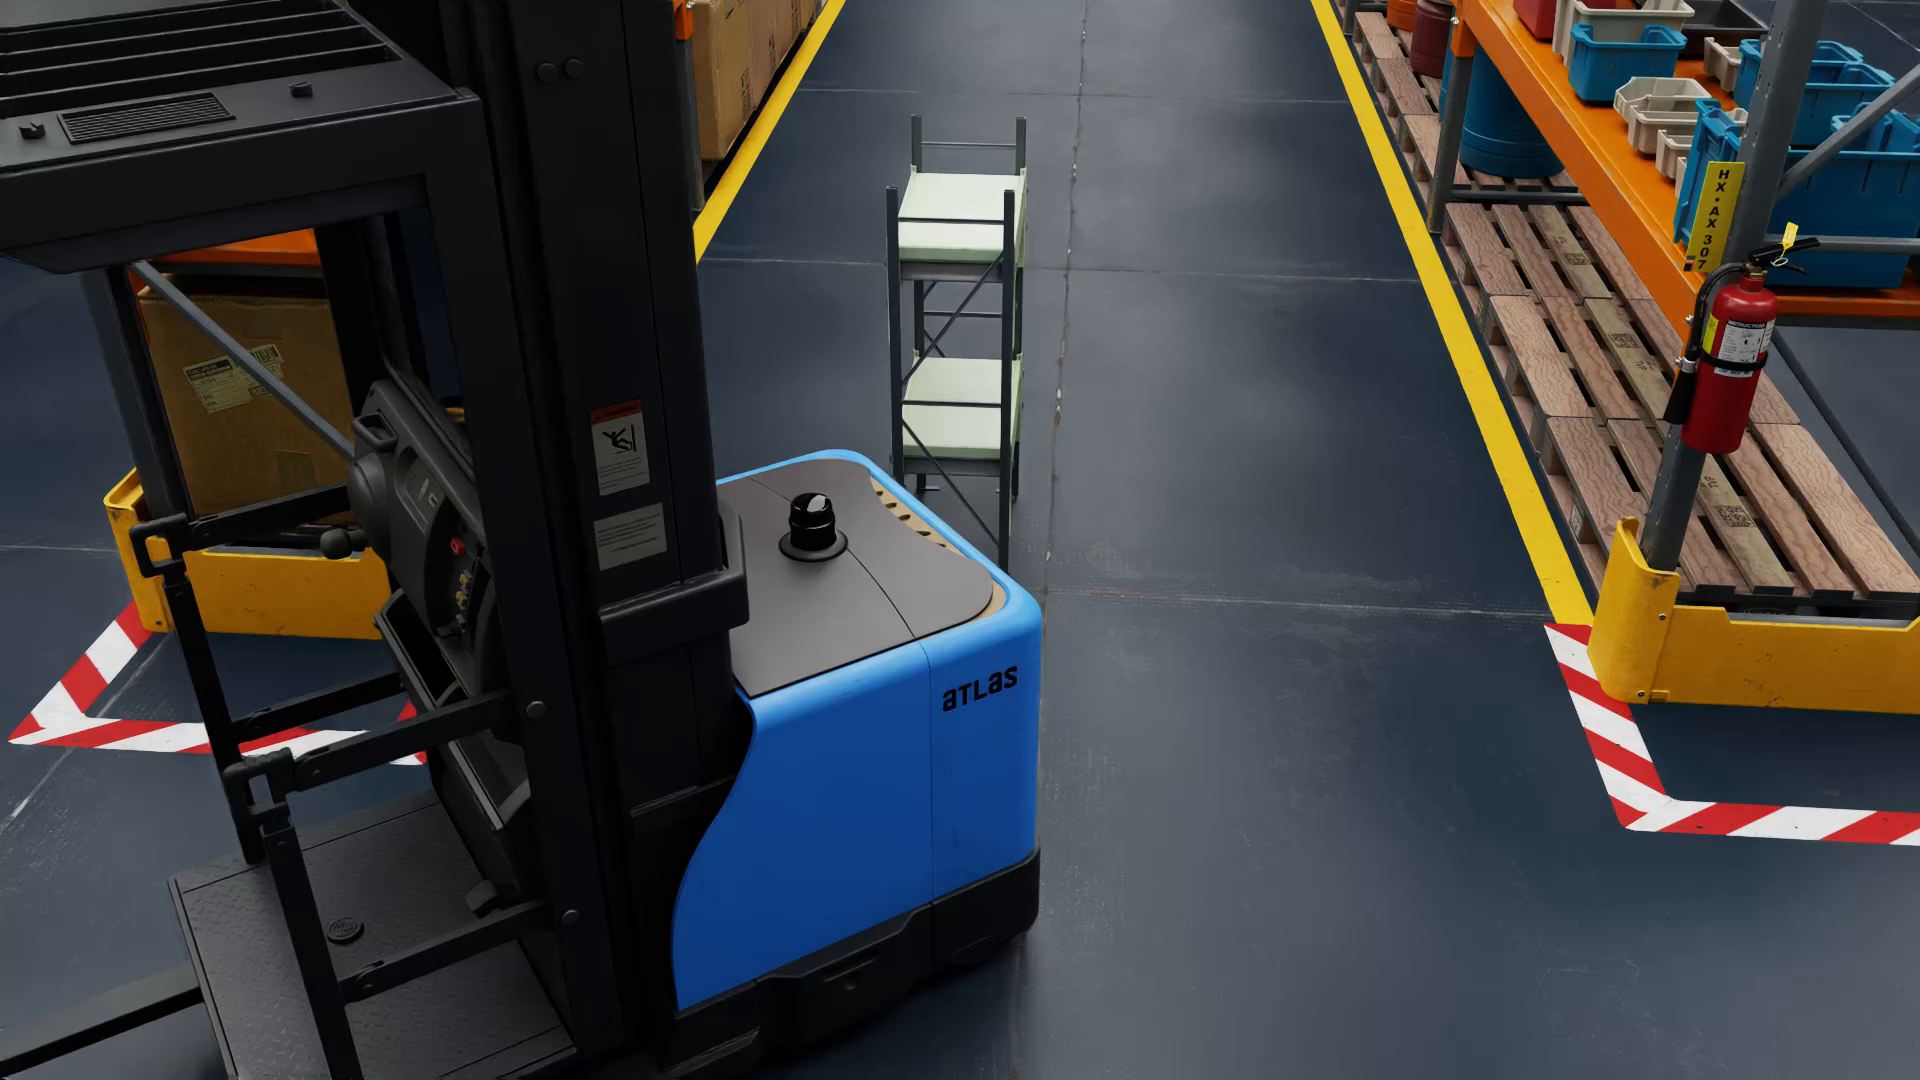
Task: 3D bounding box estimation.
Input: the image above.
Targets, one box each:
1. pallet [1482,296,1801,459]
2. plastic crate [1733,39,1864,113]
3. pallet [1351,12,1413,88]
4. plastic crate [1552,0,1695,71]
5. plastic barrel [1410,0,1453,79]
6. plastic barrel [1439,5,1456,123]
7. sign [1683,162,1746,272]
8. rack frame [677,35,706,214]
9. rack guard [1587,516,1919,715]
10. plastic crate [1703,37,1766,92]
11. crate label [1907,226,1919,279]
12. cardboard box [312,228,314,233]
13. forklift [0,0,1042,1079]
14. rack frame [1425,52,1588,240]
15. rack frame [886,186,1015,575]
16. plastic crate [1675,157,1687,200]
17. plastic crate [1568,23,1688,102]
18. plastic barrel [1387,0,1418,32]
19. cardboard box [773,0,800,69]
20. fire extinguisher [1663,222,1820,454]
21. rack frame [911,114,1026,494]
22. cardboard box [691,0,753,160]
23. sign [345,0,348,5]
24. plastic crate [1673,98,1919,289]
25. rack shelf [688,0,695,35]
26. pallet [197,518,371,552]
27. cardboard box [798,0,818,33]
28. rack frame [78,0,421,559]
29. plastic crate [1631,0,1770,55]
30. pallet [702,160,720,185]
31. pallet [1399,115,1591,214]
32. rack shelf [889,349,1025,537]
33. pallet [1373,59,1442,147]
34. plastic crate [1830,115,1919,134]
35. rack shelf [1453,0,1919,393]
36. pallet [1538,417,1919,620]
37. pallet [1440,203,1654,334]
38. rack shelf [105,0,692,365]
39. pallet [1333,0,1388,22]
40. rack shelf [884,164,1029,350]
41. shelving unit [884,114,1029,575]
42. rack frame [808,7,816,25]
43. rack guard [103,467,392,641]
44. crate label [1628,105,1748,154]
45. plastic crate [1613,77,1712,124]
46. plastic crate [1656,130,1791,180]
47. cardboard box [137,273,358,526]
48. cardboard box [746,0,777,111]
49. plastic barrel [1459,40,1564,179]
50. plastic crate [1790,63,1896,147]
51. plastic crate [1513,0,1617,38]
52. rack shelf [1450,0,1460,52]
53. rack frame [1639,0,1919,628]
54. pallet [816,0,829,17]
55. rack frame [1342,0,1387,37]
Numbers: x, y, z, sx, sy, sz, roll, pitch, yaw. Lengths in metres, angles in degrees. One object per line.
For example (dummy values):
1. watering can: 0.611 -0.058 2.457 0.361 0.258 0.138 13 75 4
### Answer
1. pallet: 2.895 -0.707 7.197 1.003 0.211 1.213 2 32 4
2. plastic crate: 3.167 -1.744 6.322 0.416 0.233 0.300 2 32 4
3. pallet: 3.316 -3.411 11.583 1.003 0.211 1.213 2 32 4
4. plastic crate: 2.705 -2.105 6.862 0.437 0.282 0.530 2 32 4
5. plastic barrel: 3.224 -3.317 10.672 0.600 0.588 0.708 2 32 4
6. plastic barrel: 3.132 -2.860 9.631 0.600 0.901 0.708 2 32 4
7. sign: 2.138 -0.913 4.717 0.100 0.325 0.005 2 32 4
8. rack frame: -1.923 -3.132 8.473 1.000 3.000 0.127 2 32 4
9. rack guard: 2.699 0.248 5.370 1.175 0.500 0.348 2 32 4
10. plastic crate: 3.171 -1.910 6.685 0.293 0.136 0.466 2 32 4
11. crate label: 3.036 -0.898 4.951 0.416 0.233 0.303 2 32 4
12. cardboard box: -1.891 -1.105 5.423 0.380 0.149 0.250 3 32 5
13. forklift: -1.310 0.015 3.433 3.031 2.935 1.130 -18 36 -27
14. rack frame: 3.013 -2.920 8.130 1.000 3.000 0.127 2 32 4
15. rack frame: -0.029 -0.451 5.552 0.400 1.500 0.023 2 32 4
16. plastic crate: 2.573 -1.176 5.494 0.396 0.136 0.243 2 32 4
17. plastic crate: 2.599 -1.868 6.524 0.416 0.233 0.300 2 32 4
18. plastic barrel: 3.316 -4.010 11.567 0.600 0.830 0.708 2 32 4
19. cardboard box: -1.755 -3.672 10.974 1.225 0.875 0.875 3 32 4
20. fire extinguisher: 2.222 -0.578 4.757 0.296 0.674 0.183 2 32 4
21. rack frame: 0.030 -0.833 6.173 0.400 1.500 0.023 2 32 4
22. cardboard box: -1.891 -2.742 9.465 1.225 0.875 0.875 3 32 4
23. sign: -1.696 -1.416 4.788 0.100 0.325 0.005 2 32 4
24. plastic crate: 2.529 -1.052 5.008 0.616 0.435 0.499 2 32 4
25. rack shelf: -1.760 -3.871 10.359 1.077 0.370 4.000 2 32 4
26. pallet: -2.262 -0.275 6.495 1.003 0.211 1.213 2 32 4
27. cardboard box: -1.675 -4.138 11.730 1.225 0.875 0.875 1 32 2
28. rack frame: -2.249 -1.040 5.079 1.000 3.000 0.127 2 32 4
29. plastic crate: 3.190 -2.232 7.218 0.437 0.125 0.590 2 32 4
30. pallet: -1.936 -2.352 9.865 1.003 0.211 1.213 2 32 4
31. pallet: 3.118 -2.135 9.513 1.003 0.211 1.213 2 32 4
32. rack shelf: 0.001 -0.364 6.033 0.431 0.370 0.720 2 32 4
33. pallet: 3.214 -2.775 10.551 1.003 0.211 1.213 2 32 4
34. plastic crate: 3.089 -1.242 5.509 0.416 0.233 0.300 2 32 4
35. rack shelf: 2.850 -1.568 6.621 1.077 0.370 4.000 2 32 4
36. pallet: 2.793 -0.071 6.164 1.003 0.211 1.213 2 32 4
37. pallet: 2.992 -1.347 8.235 1.003 0.211 1.213 2 32 4
38. rack shelf: -2.086 -1.780 6.965 1.077 0.370 4.000 2 32 4
39. pallet: 3.441 -4.228 12.910 1.003 0.211 1.213 2 32 4
40. rack shelf: 0.001 -0.974 5.657 0.431 0.370 0.720 2 32 4
41. shelving unit: 0.001 -0.642 5.862 0.431 1.500 0.755 2 32 4
42. rack frame: -1.598 -5.224 11.867 1.000 3.000 0.127 2 32 4
43. rack guard: -2.251 0.036 5.714 1.175 0.500 0.348 2 32 4
44. crate label: 2.610 -1.474 5.977 0.396 0.136 0.243 2 32 4
45. plastic crate: 2.615 -1.629 6.229 0.298 0.136 0.250 2 32 4
46. plastic crate: 2.611 -1.327 5.739 0.396 0.136 0.243 2 32 4
47. cardboard box: -2.277 -0.653 6.075 0.875 0.875 0.875 2 32 4
48. cardboard box: -1.819 -3.209 10.223 1.225 0.875 0.875 1 32 2
49. plastic barrel: 3.074 -2.490 9.031 0.600 0.901 0.708 2 32 4
50. plastic crate: 3.143 -1.587 6.068 0.416 0.233 0.300 2 32 4
51. plastic crate: 2.691 -2.517 7.357 0.402 0.464 0.583 2 32 4
52. rack shelf: 3.176 -3.660 10.015 1.077 0.370 4.000 2 32 4
53. rack frame: 2.688 -0.829 4.736 1.000 3.000 0.127 2 32 4
54. pallet: -1.533 -4.445 13.262 1.003 0.211 1.213 2 32 4
55. rack frame: 3.339 -5.012 11.524 1.000 3.000 0.127 2 32 4
